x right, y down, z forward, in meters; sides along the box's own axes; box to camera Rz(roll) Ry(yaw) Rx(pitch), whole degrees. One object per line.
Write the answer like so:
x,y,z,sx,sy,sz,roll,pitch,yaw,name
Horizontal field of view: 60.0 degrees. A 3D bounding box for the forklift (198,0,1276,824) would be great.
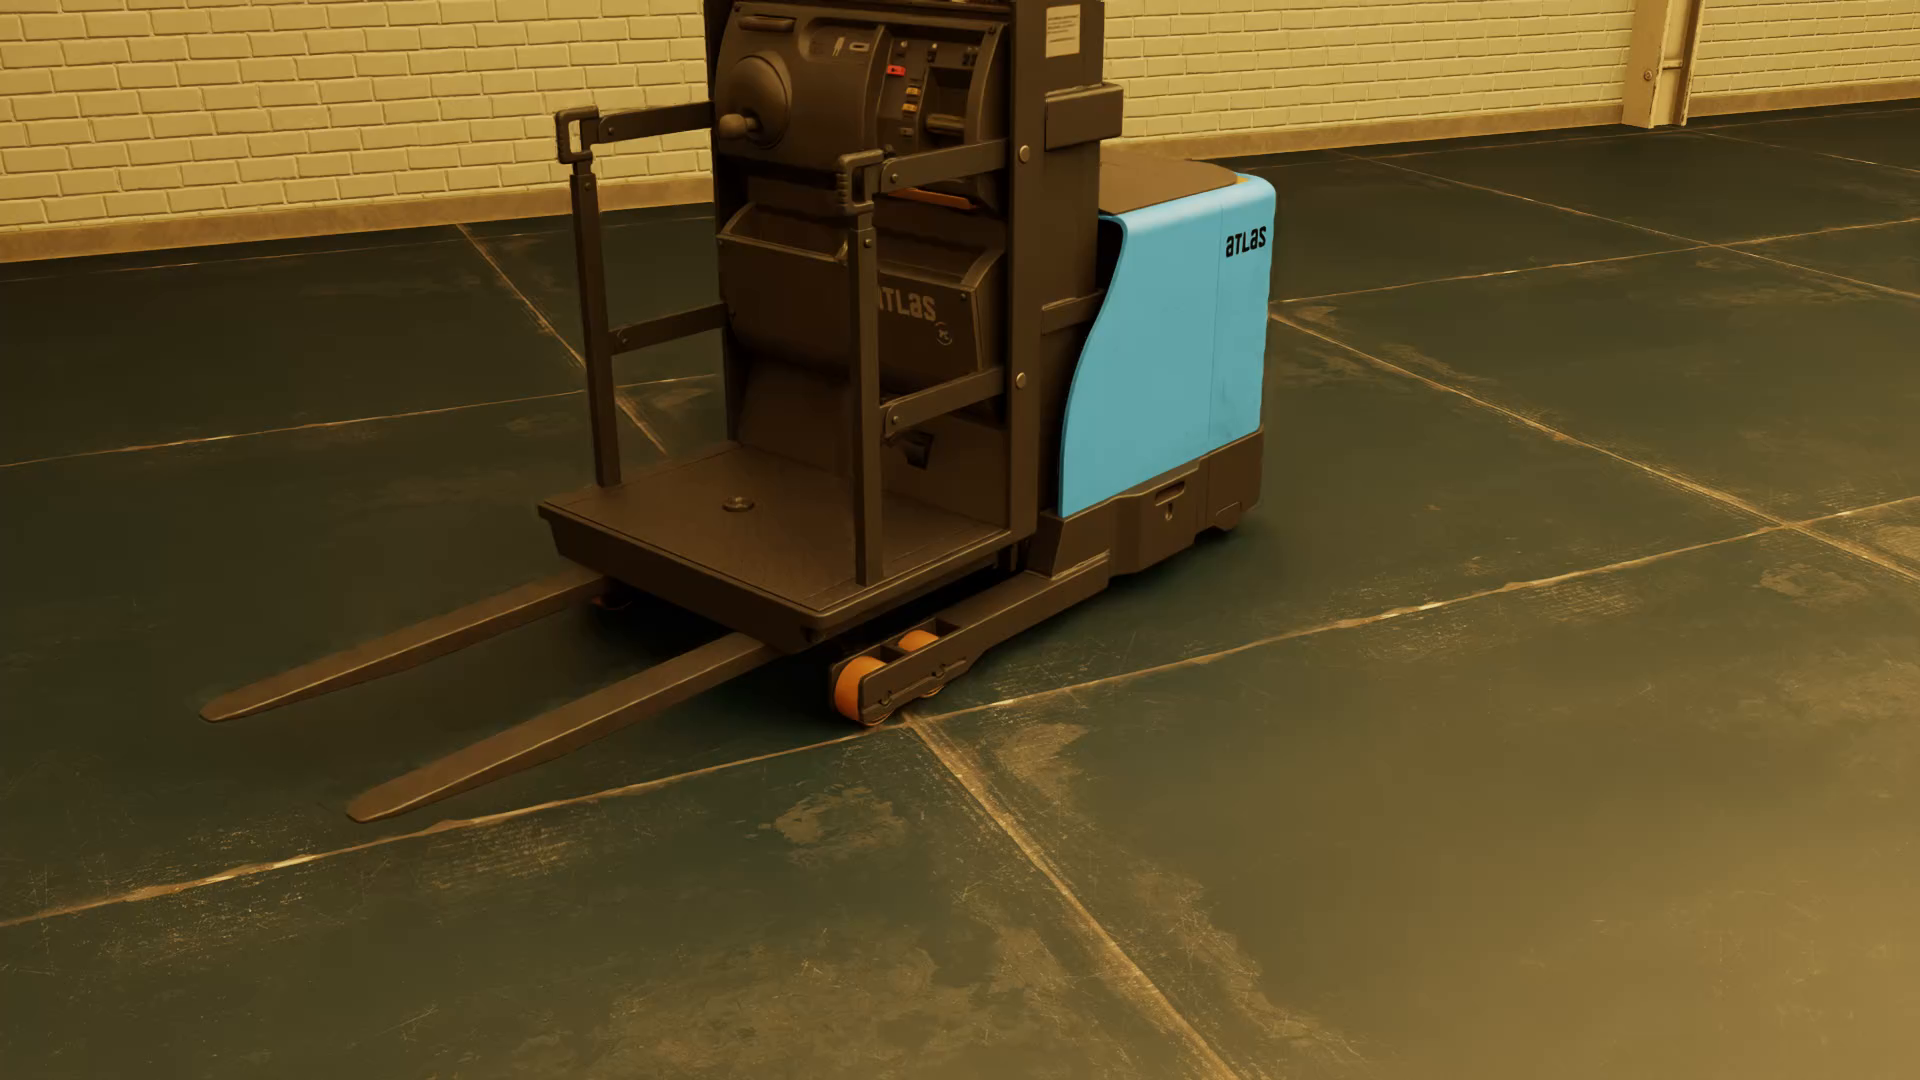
-0.410,-1.122,3.988,1.130,2.935,3.031,19,29,38,forklift
